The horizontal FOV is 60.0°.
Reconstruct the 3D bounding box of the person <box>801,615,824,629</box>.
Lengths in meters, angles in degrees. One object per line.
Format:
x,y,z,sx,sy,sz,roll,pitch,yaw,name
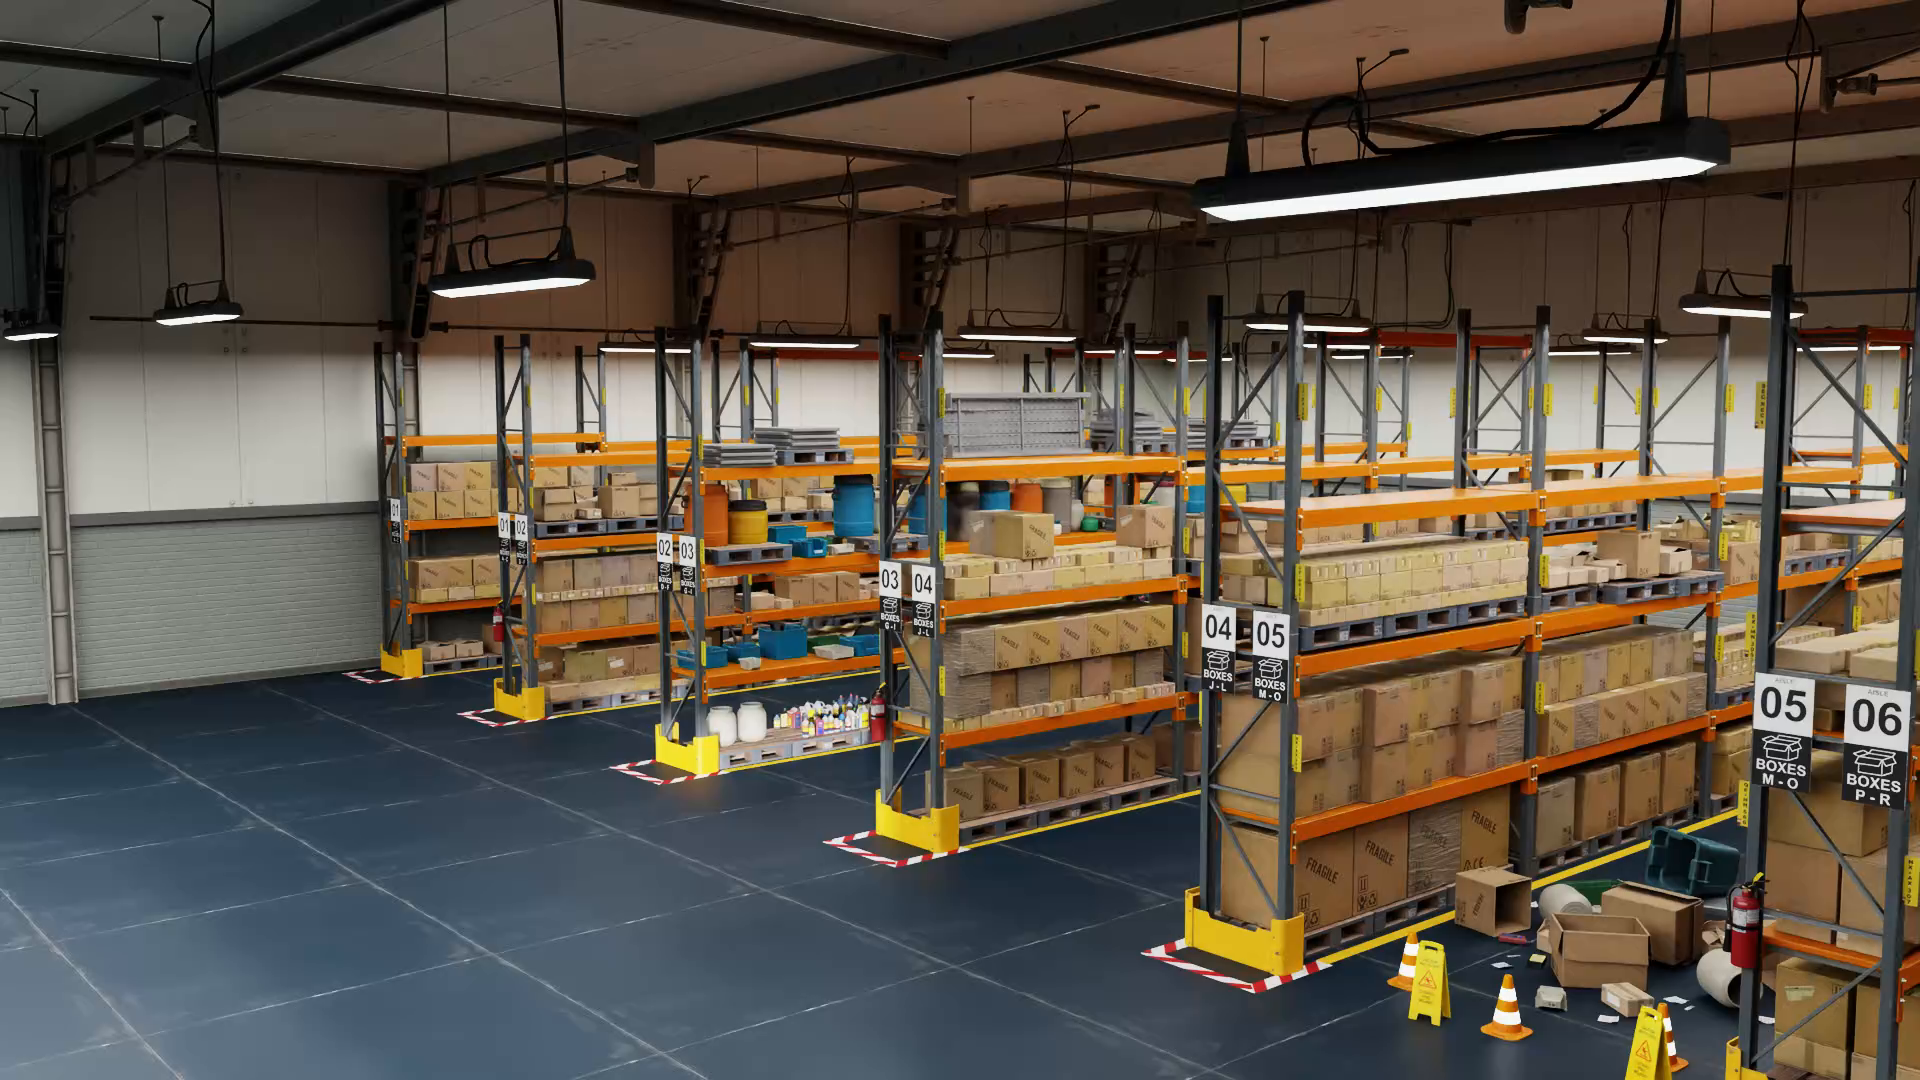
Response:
-2.890,1.444,32.184,0.616,1.601,0.684,3,6,33,person
